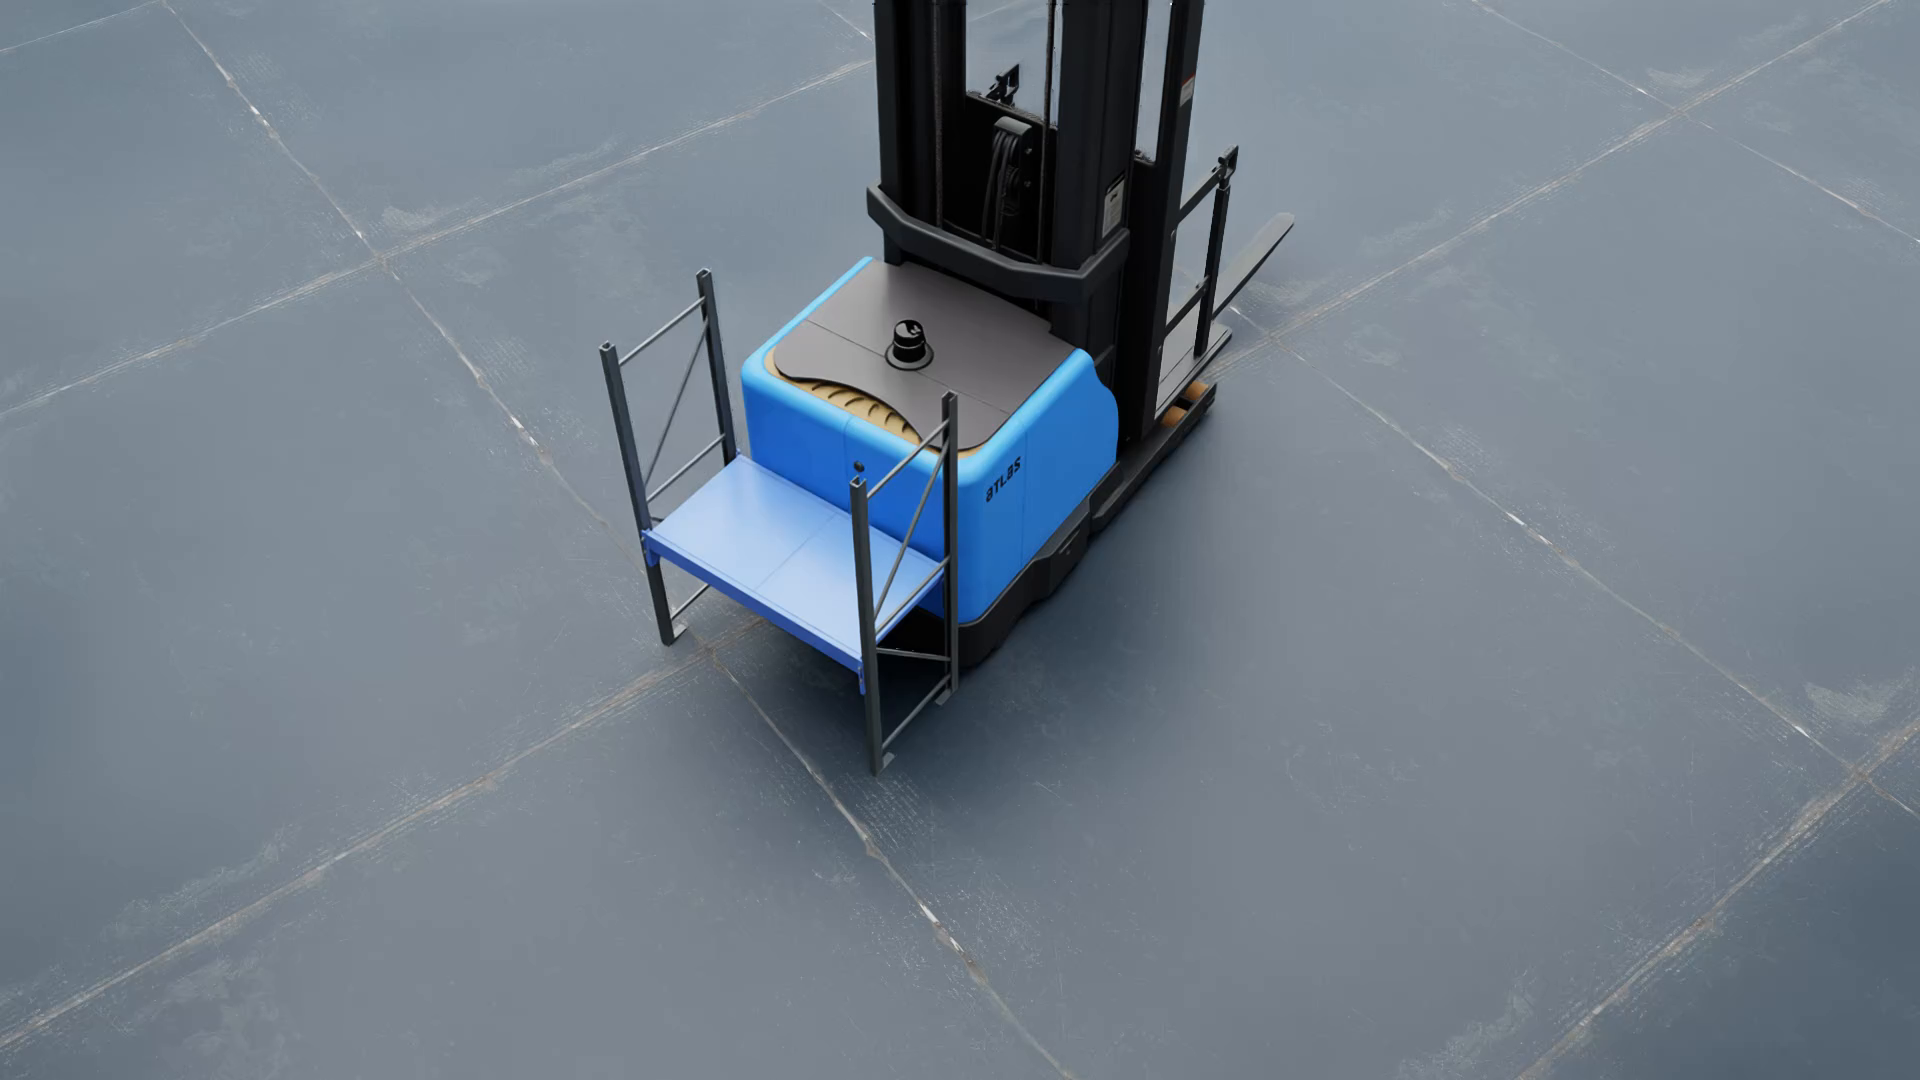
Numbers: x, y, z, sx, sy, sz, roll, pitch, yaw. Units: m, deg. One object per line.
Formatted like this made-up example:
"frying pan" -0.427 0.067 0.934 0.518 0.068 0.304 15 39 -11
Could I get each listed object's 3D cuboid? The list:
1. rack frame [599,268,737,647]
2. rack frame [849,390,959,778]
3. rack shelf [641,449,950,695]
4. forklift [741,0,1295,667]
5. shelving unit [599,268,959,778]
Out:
"rack frame" -0.987 -0.250 5.963 0.032 1.500 0.500 28 54 23
"rack frame" -0.166 0.194 5.560 0.032 1.500 0.500 28 54 23
"rack shelf" -0.576 0.093 5.895 1.000 0.185 0.538 28 54 23
"forklift" 0.451 -1.575 6.198 1.130 2.935 3.031 27 53 22
"shelving unit" -0.576 -0.028 5.762 1.048 1.500 0.538 28 54 23
